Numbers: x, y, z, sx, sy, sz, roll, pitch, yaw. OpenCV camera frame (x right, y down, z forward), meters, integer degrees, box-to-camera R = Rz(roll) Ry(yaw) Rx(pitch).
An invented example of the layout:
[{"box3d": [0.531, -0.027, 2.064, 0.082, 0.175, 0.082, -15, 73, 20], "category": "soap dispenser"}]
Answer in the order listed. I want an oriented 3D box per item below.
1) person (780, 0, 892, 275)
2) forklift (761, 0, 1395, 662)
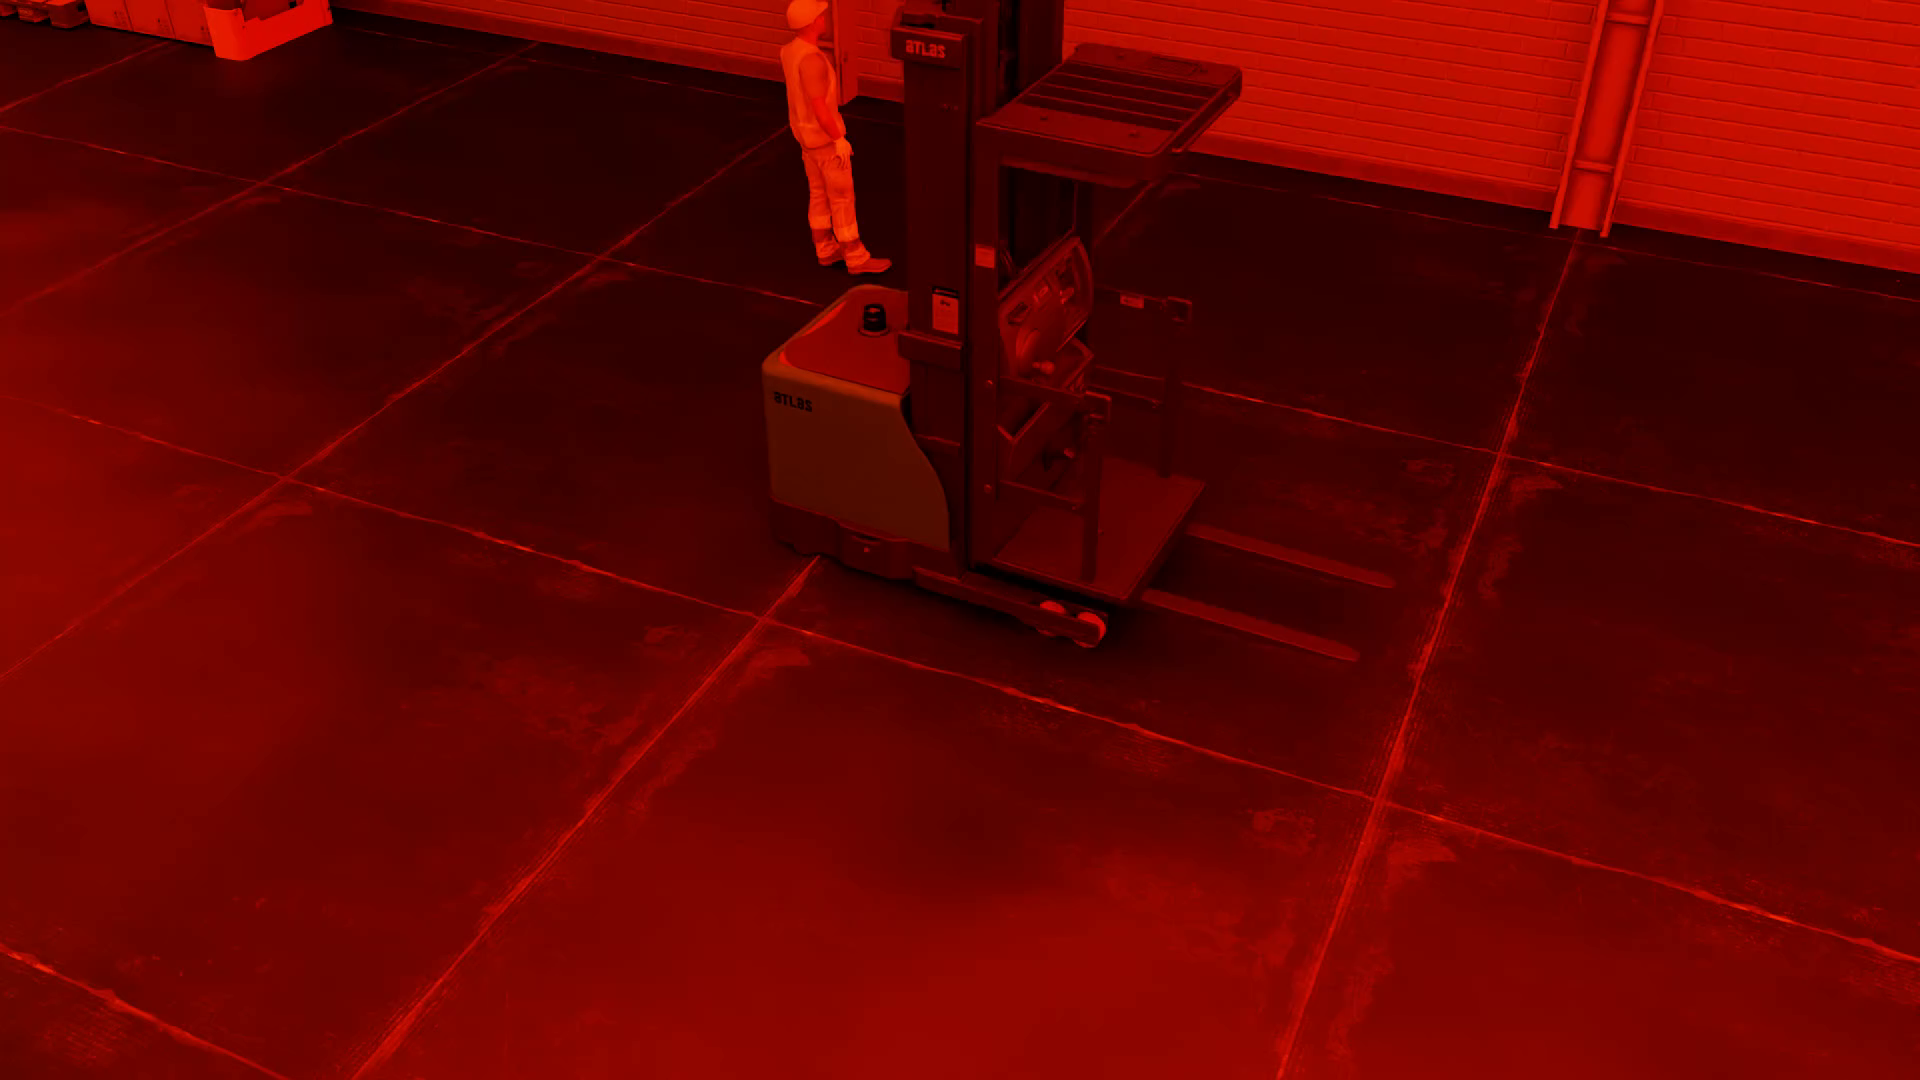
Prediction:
[{"box3d": [-0.818, -2.611, 10.720, 0.565, 1.789, 0.643, -15, 38, -20], "category": "person"}, {"box3d": [0.578, -1.037, 7.540, 3.031, 2.935, 1.130, 16, 39, 21], "category": "forklift"}]
